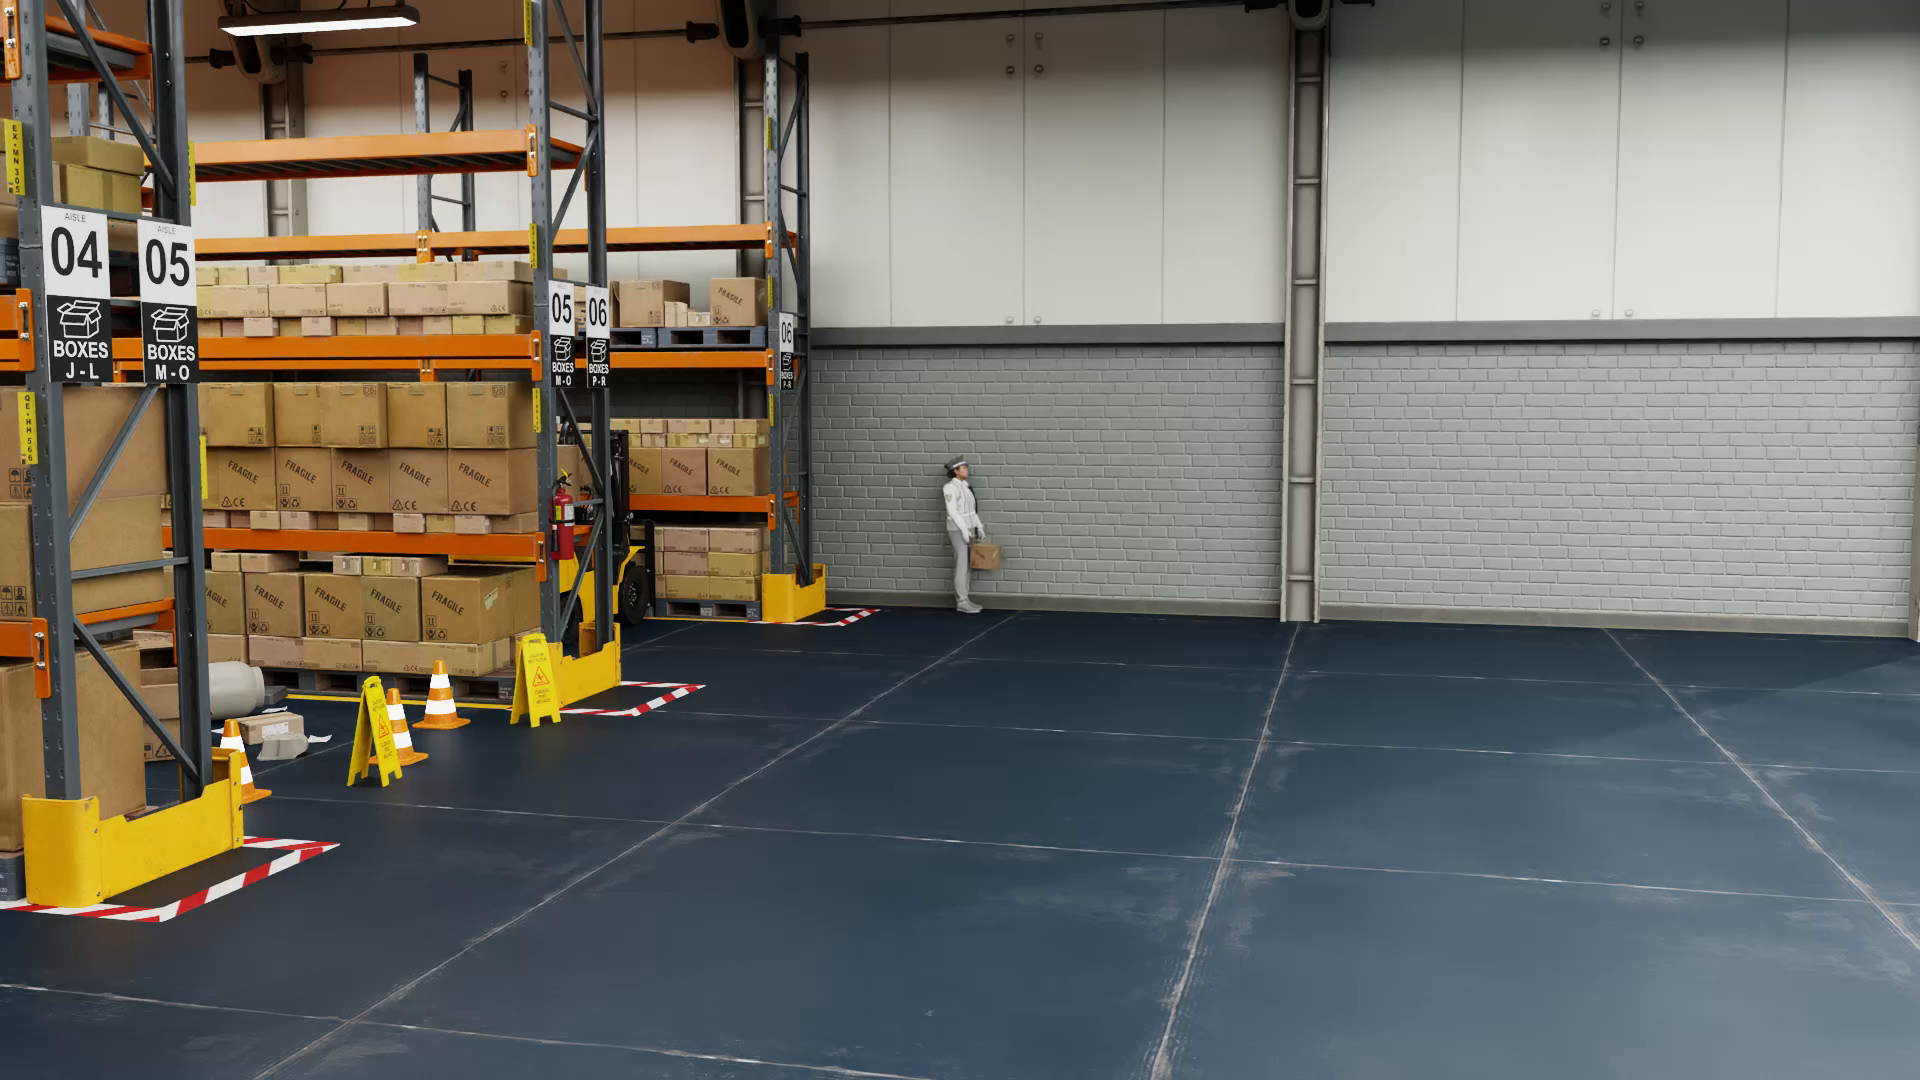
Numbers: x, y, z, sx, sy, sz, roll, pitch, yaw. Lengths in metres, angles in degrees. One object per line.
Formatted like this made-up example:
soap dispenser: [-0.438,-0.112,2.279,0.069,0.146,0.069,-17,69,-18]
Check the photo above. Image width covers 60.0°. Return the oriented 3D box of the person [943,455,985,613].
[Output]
person: [0.067,-0.079,18.163,0.542,1.697,0.550,2,6,27]
